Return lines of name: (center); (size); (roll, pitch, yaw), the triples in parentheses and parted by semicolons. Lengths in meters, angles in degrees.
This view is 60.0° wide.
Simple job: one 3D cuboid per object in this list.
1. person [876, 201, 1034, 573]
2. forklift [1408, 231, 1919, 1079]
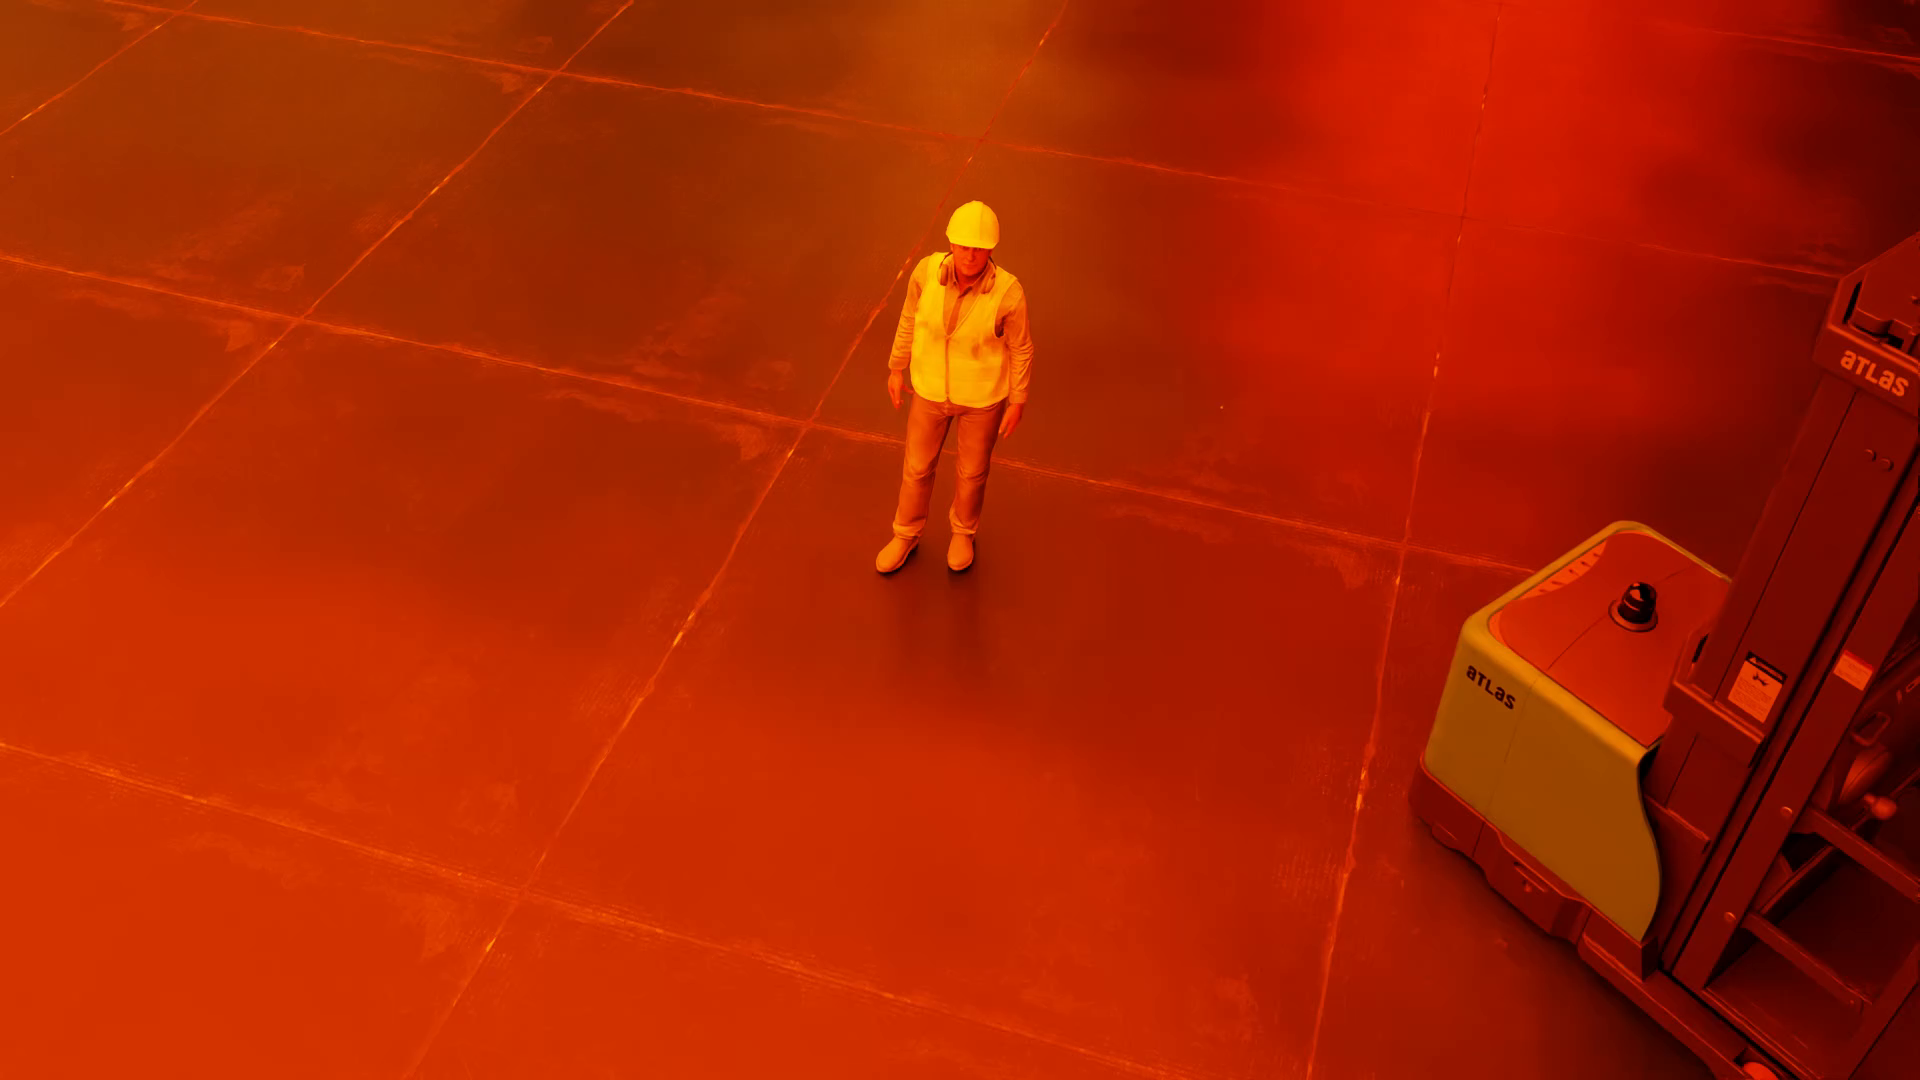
person: (-0.027, -0.617, 7.190); (0.632, 1.773, 0.568); (12, 44, 13)
forklift: (3.077, 0.609, 5.034); (1.130, 2.935, 3.031); (-27, 49, -26)
